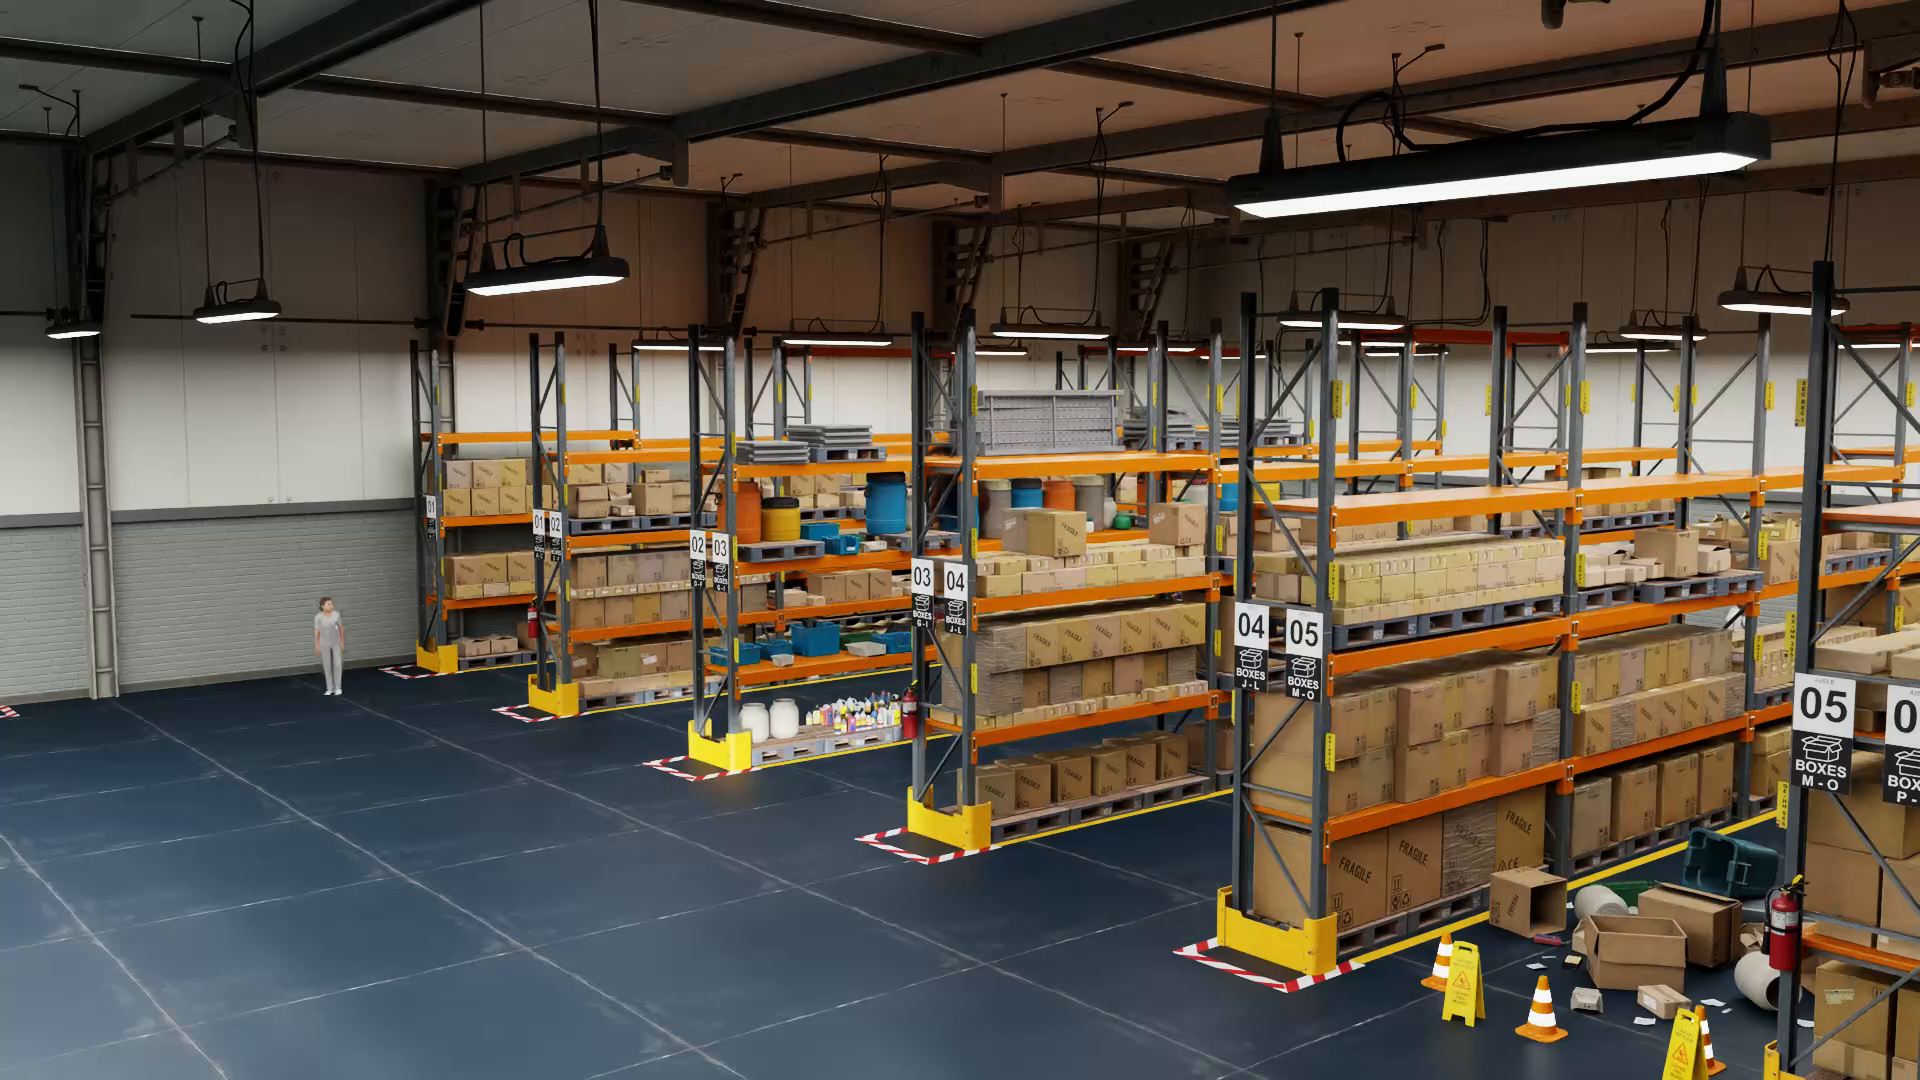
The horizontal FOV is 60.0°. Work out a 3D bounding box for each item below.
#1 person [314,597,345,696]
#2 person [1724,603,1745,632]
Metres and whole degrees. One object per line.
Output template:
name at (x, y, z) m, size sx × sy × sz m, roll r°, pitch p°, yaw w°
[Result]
person at (-10.544, 1.765, 27.804) m, size 0.494 × 1.666 × 0.376 m, roll -3°, pitch 6°, yaw -29°
person at (13.342, 1.711, 28.557) m, size 0.527 × 1.596 × 1.004 m, roll 5°, pitch 7°, yaw 44°
